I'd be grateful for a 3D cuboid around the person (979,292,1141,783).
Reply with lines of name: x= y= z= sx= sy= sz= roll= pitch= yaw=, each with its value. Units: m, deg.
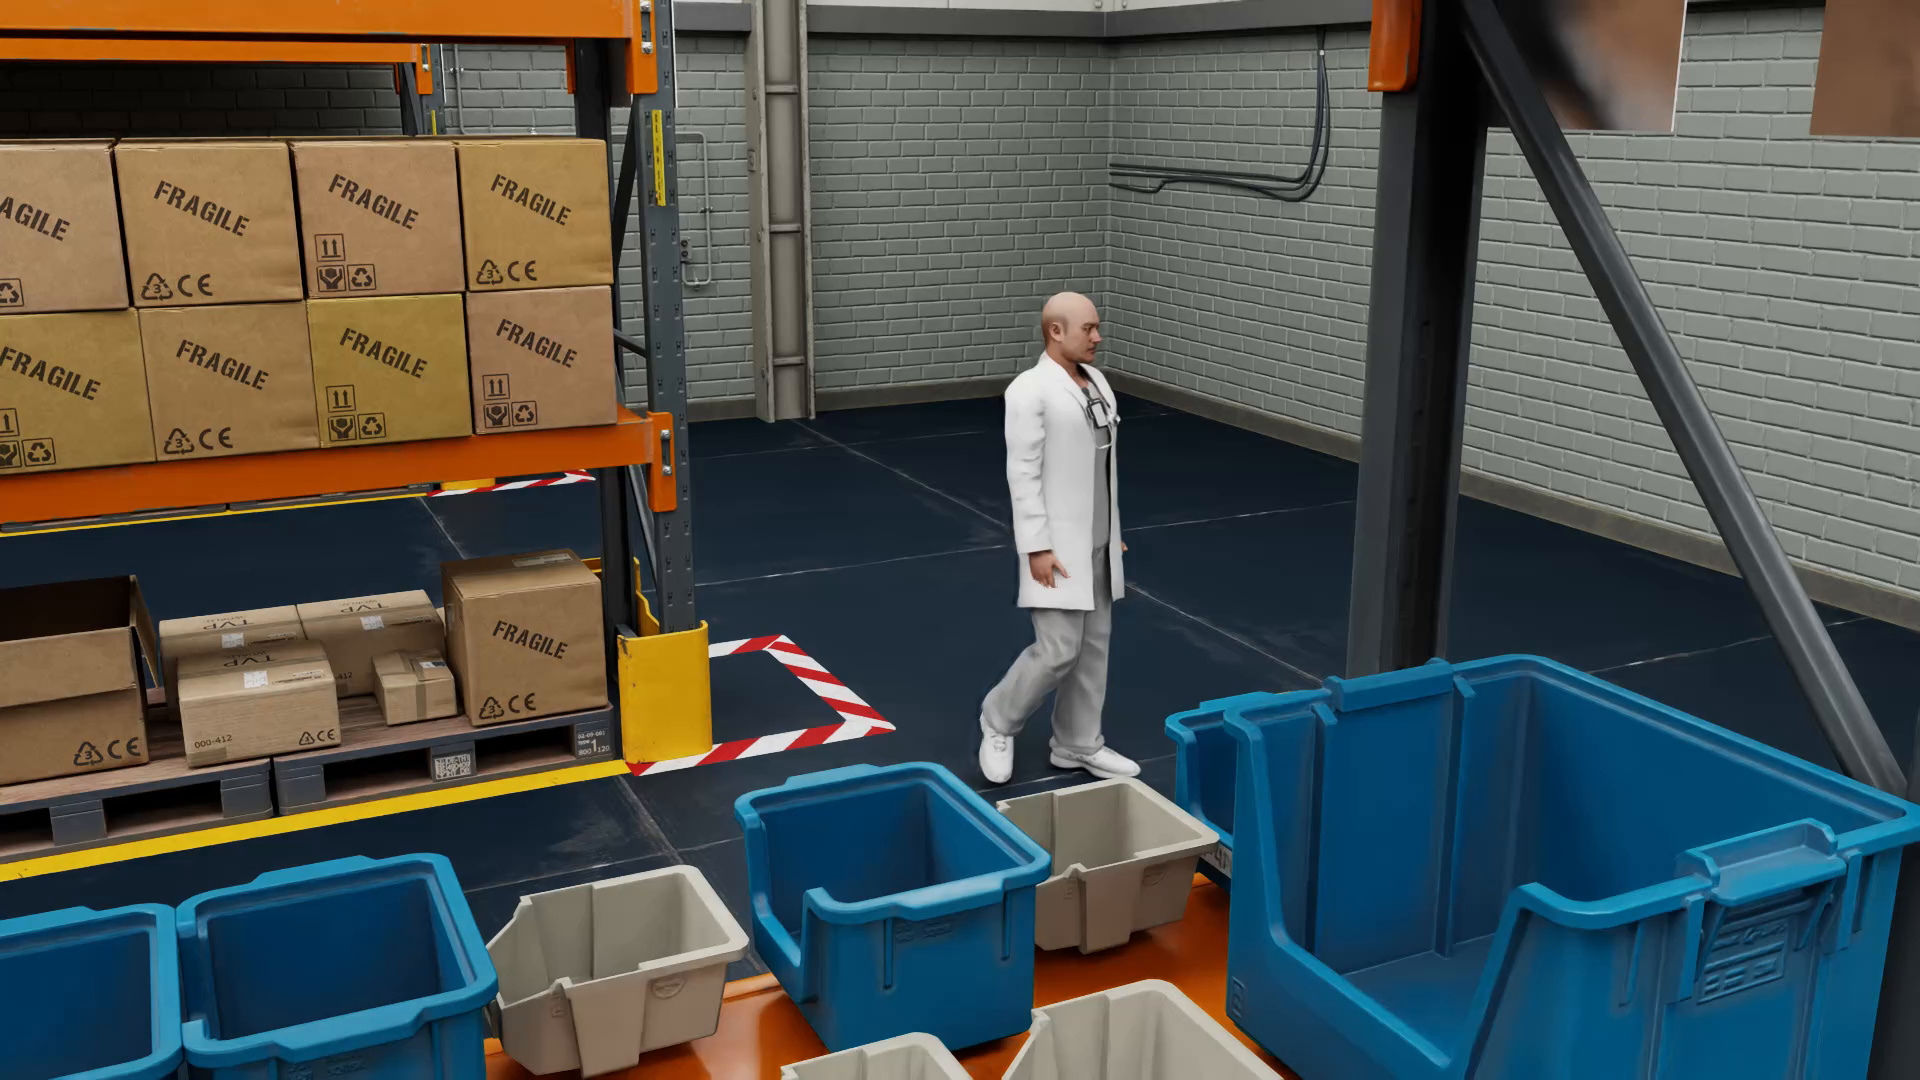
person: x=0.380 y=-0.001 z=6.009 sx=0.602 sy=1.778 sz=0.622 roll=12 pitch=19 yaw=37
